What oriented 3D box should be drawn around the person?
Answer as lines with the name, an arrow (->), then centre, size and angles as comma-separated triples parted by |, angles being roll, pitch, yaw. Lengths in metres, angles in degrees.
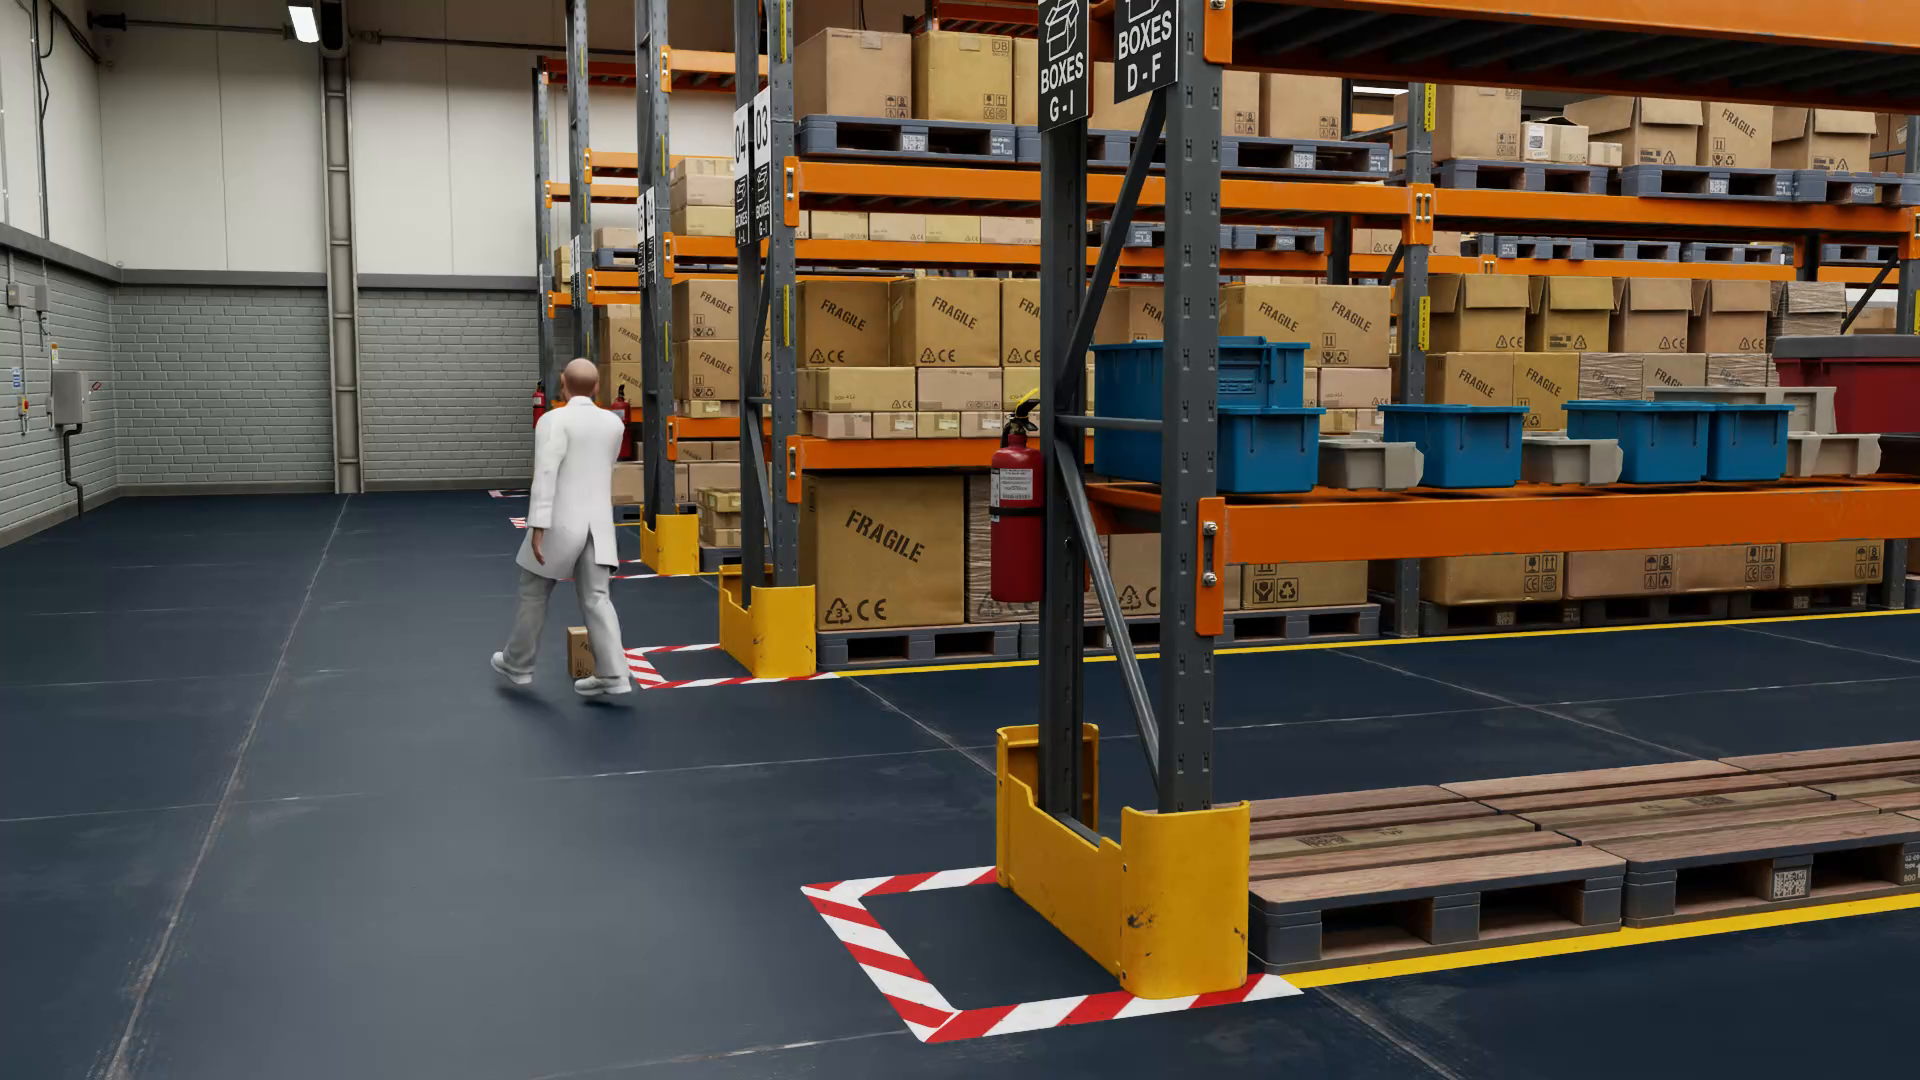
person -> -2.058, -0.082, 8.621 | 0.618, 1.711, 1.109 | -5, 8, -43
